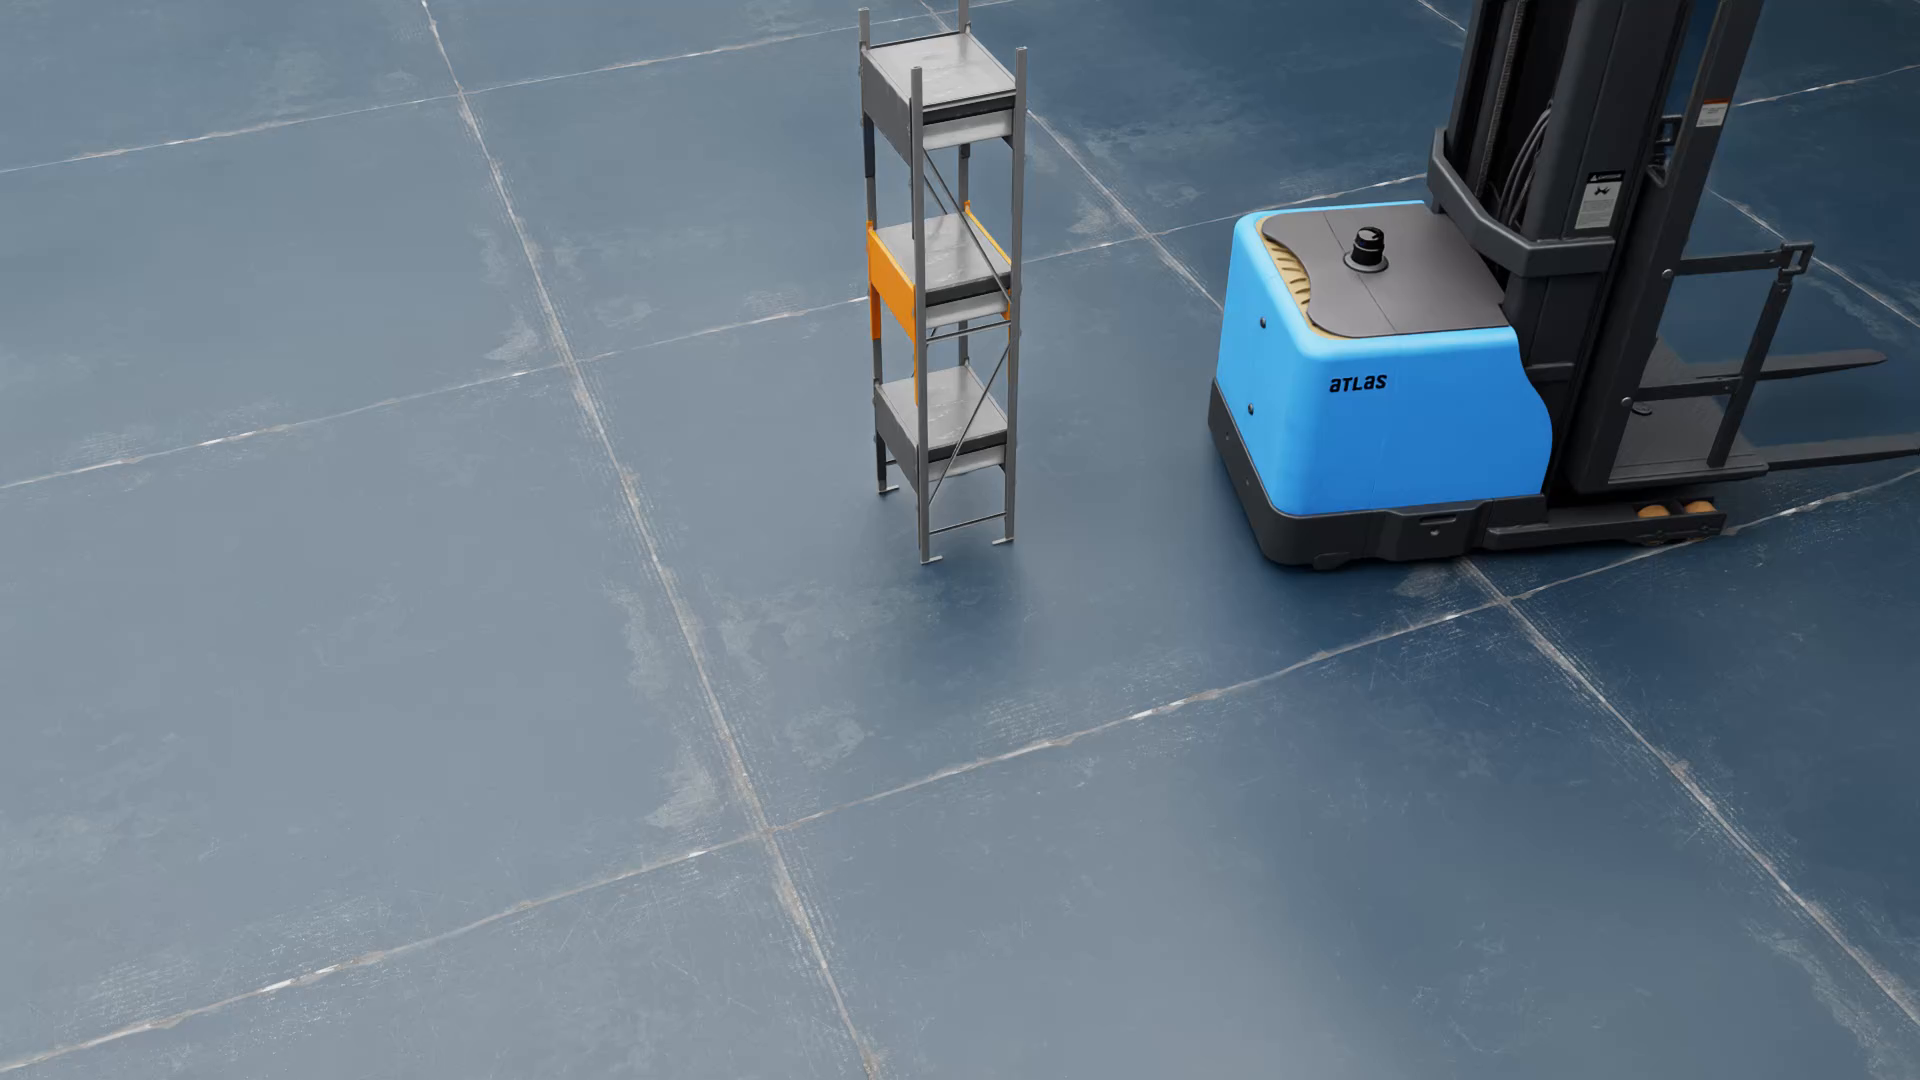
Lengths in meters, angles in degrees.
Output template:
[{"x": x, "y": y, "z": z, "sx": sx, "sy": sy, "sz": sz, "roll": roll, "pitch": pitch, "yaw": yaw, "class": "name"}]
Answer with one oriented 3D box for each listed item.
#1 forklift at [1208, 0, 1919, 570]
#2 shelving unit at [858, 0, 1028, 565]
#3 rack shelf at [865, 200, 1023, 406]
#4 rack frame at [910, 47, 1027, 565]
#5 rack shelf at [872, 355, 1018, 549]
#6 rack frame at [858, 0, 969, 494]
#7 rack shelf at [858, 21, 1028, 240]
[{"x": 2.637, "y": -1.426, "z": 6.160, "sx": 3.031, "sy": 2.935, "sz": 1.130, "roll": -5, "pitch": 41, "yaw": -6, "class": "forklift"}, {"x": -0.063, "y": -0.896, "z": 6.181, "sx": 0.431, "sy": 2.100, "sz": 0.503, "roll": -15, "pitch": 43, "yaw": -17, "class": "shelving unit"}, {"x": -0.063, "y": -0.885, "z": 6.190, "sx": 0.431, "sy": 0.518, "sz": 0.480, "roll": -15, "pitch": 43, "yaw": -17, "class": "rack shelf"}, {"x": 0.030, "y": -0.749, "z": 6.010, "sx": 0.400, "sy": 2.100, "sz": 0.015, "roll": -15, "pitch": 43, "yaw": -17, "class": "rack frame"}, {"x": -0.063, "y": -0.355, "z": 6.647, "sx": 0.431, "sy": 0.518, "sz": 0.480, "roll": -15, "pitch": 43, "yaw": -17, "class": "rack shelf"}, {"x": -0.157, "y": -1.043, "z": 6.352, "sx": 0.400, "sy": 2.100, "sz": 0.015, "roll": -15, "pitch": 43, "yaw": -17, "class": "rack frame"}, {"x": -0.063, "y": -1.416, "z": 5.734, "sx": 0.431, "sy": 0.518, "sz": 0.480, "roll": -15, "pitch": 43, "yaw": -17, "class": "rack shelf"}]
